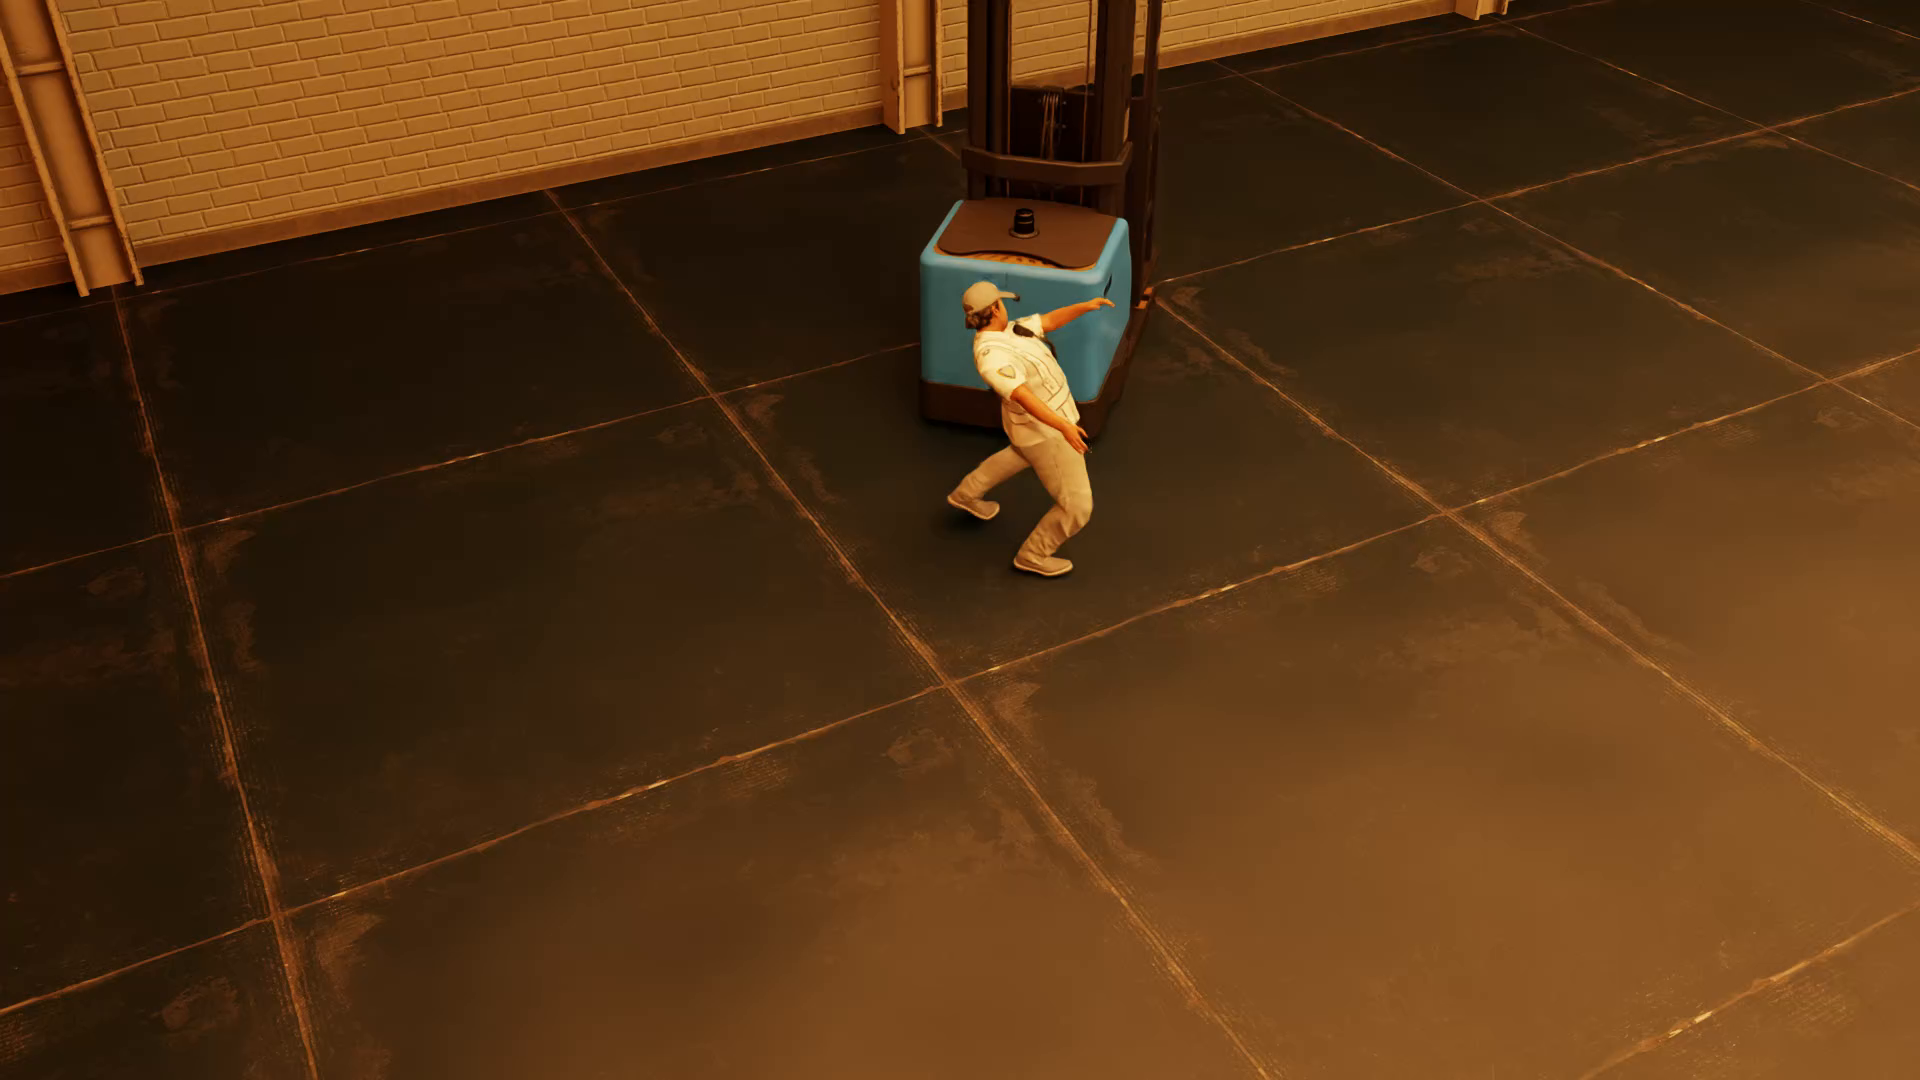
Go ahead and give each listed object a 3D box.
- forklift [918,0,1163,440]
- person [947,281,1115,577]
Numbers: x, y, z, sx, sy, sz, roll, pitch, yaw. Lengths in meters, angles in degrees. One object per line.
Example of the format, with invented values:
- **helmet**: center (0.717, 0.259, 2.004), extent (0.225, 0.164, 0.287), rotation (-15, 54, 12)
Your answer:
- **forklift**: center (0.646, -2.607, 9.811), extent (1.130, 2.935, 3.031), rotation (9, 36, 12)
- **person**: center (0.400, -0.495, 8.095), extent (0.724, 1.441, 0.975), rotation (-8, 36, -11)
